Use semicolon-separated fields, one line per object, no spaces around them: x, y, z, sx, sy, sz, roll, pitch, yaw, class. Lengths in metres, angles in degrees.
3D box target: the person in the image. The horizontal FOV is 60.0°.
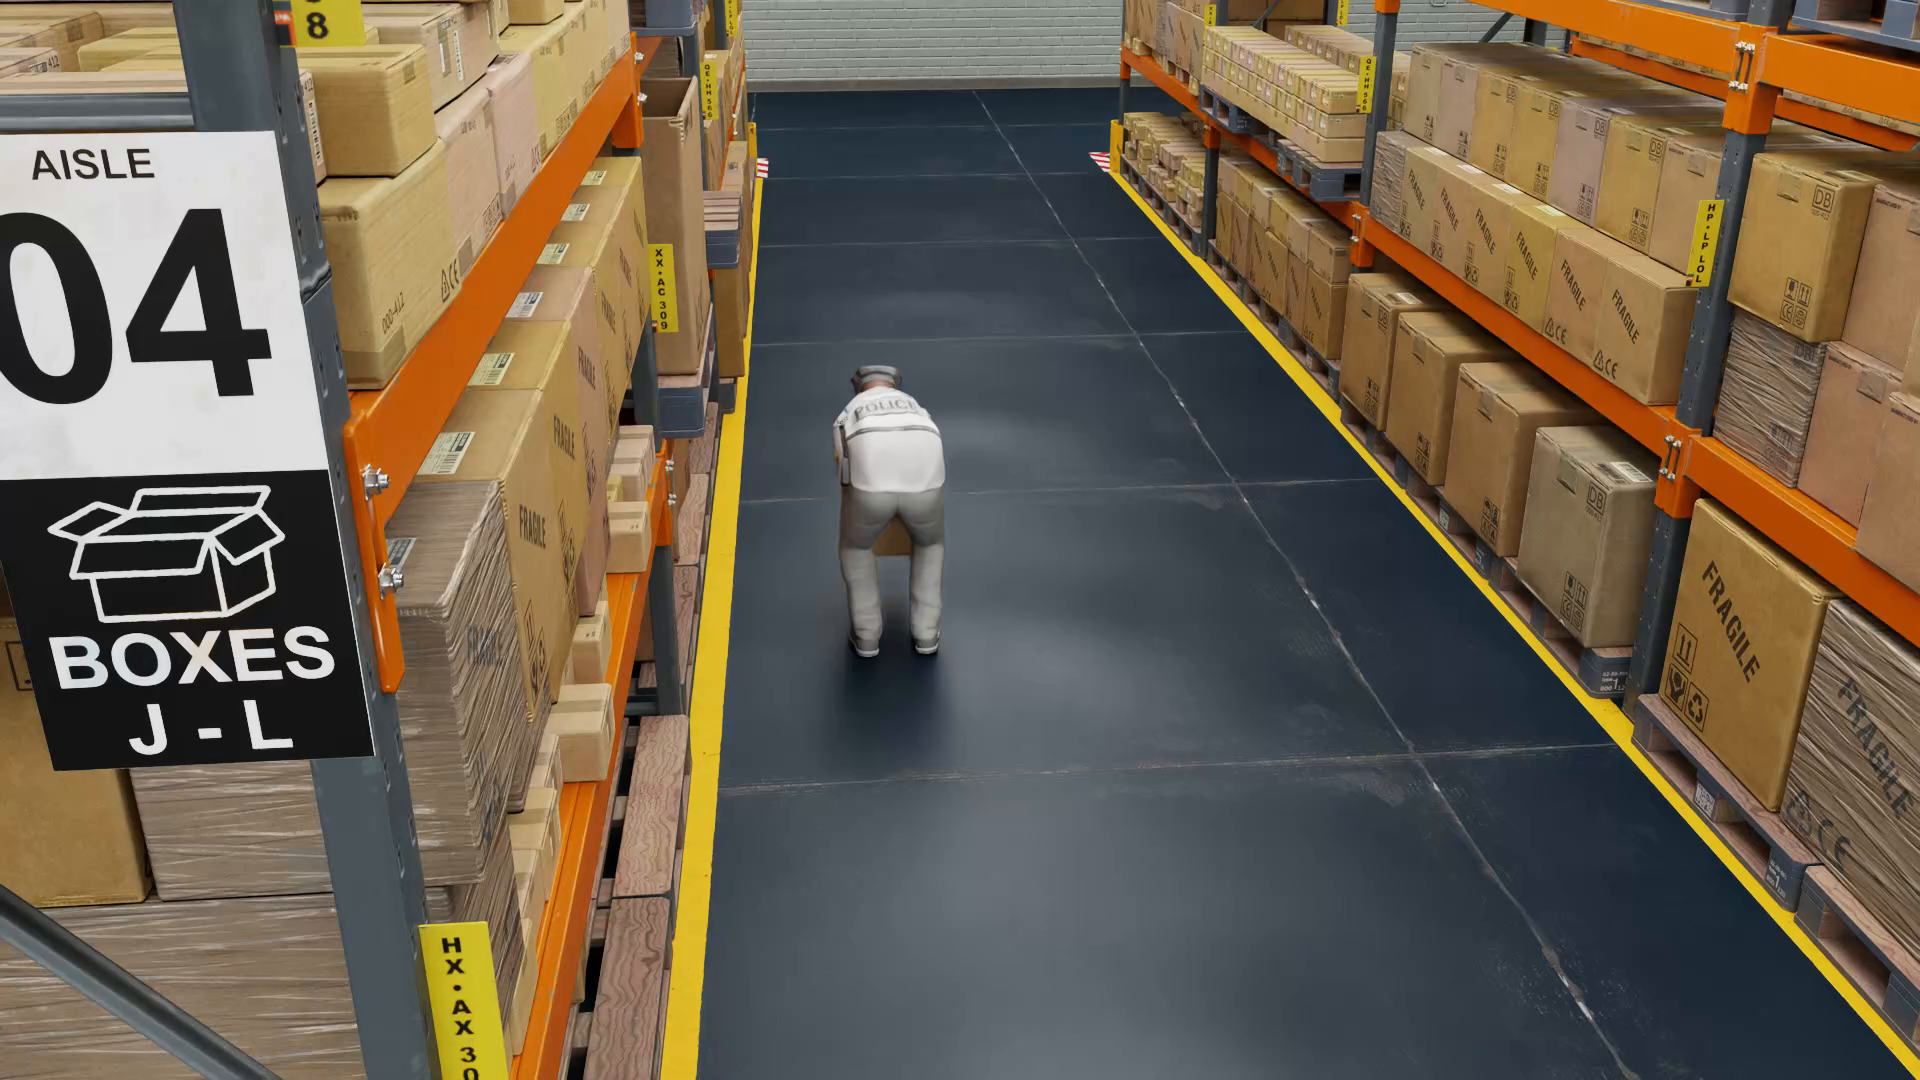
-0.329;-0.142;7.672;0.493;1.152;1.043;-3;24;-7;person
